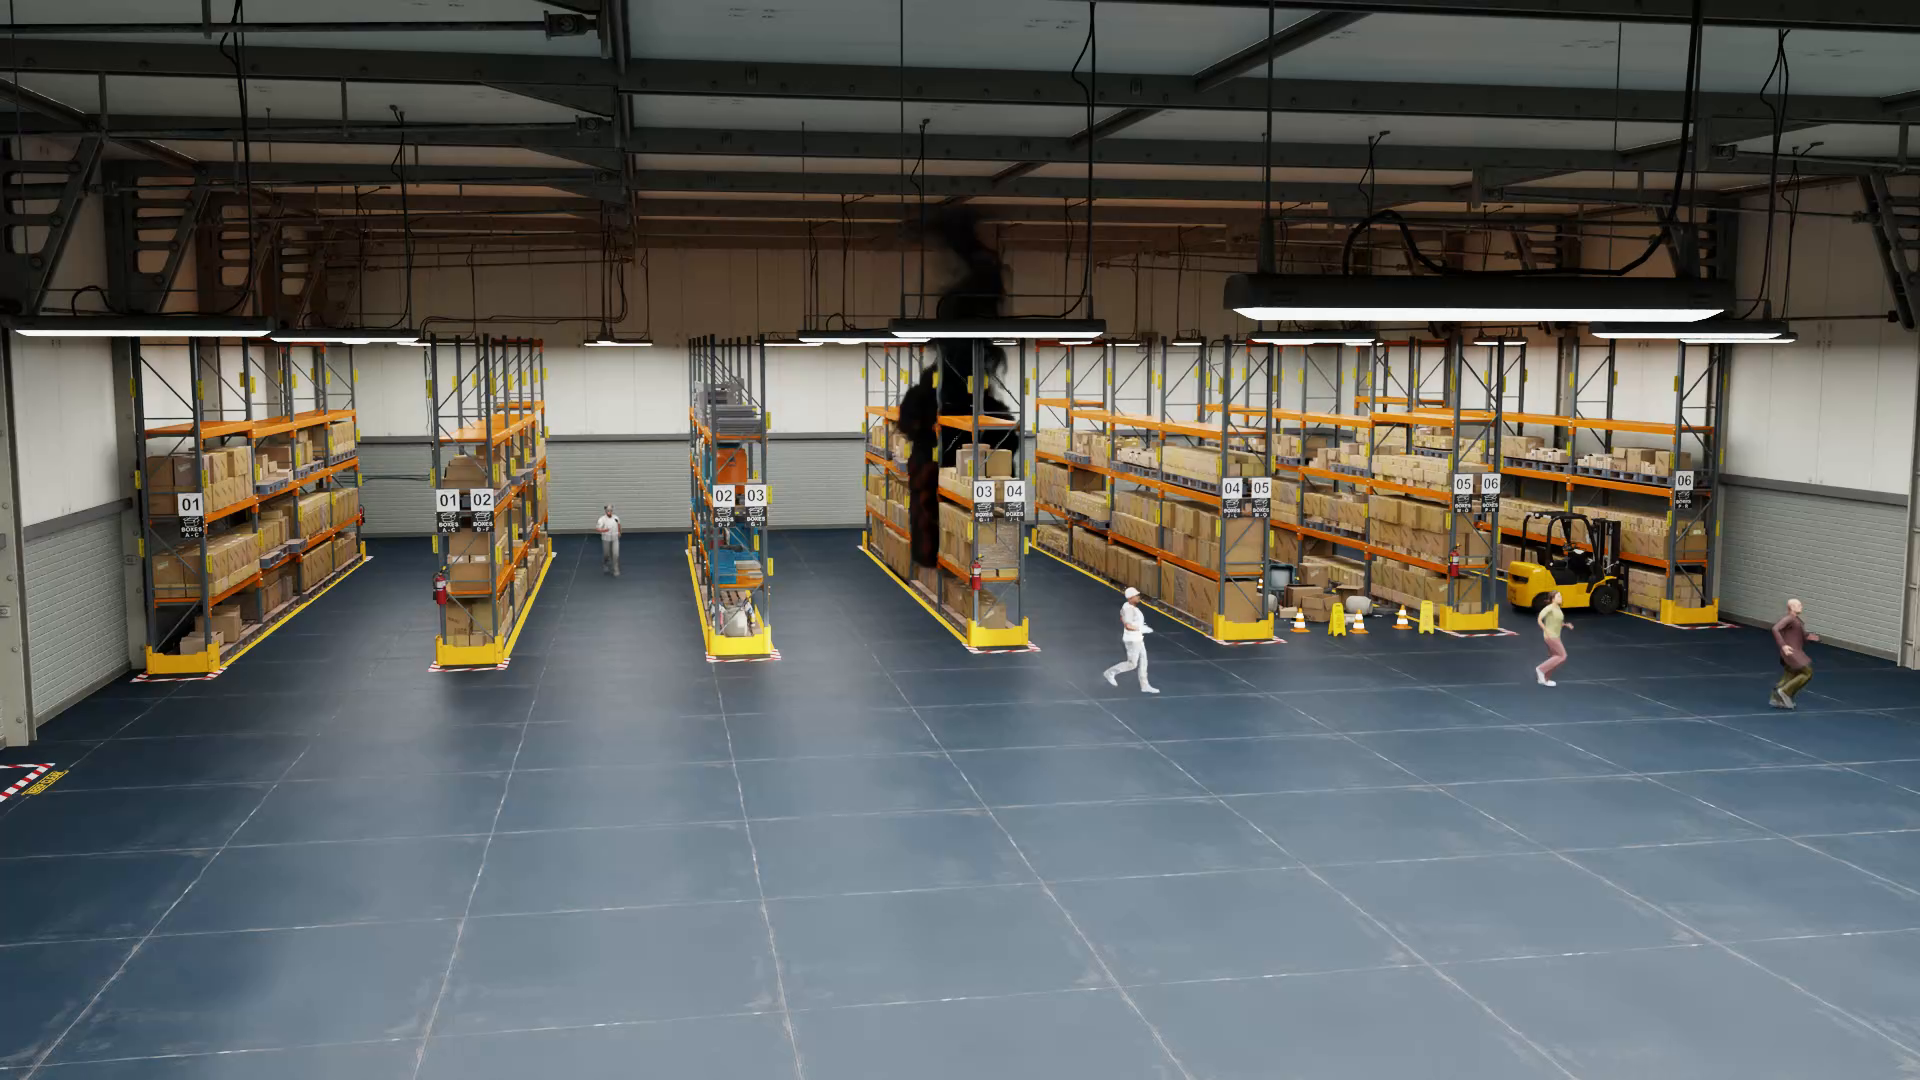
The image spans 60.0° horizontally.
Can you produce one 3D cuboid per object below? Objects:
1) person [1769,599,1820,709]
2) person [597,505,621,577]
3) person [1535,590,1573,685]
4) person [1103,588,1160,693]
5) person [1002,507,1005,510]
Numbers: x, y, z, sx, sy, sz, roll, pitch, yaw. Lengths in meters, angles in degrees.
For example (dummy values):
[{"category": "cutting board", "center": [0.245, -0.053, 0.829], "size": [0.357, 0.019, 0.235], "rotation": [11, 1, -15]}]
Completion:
[{"category": "person", "center": [13.297, 1.813, 26.478], "size": [0.676, 1.746, 0.697], "rotation": [4, 8, 30]}, {"category": "person", "center": [-8.868, 0.000, 42.126], "size": [0.659, 1.789, 0.965], "rotation": [-3, 7, -25]}, {"category": "person", "center": [10.150, 1.667, 28.358], "size": [0.538, 1.637, 0.565], "rotation": [5, 8, 35]}, {"category": "person", "center": [2.863, 1.668, 27.675], "size": [0.940, 1.768, 0.682], "rotation": [1, 7, 12]}, {"category": "person", "center": [1.410, -0.681, 49.105], "size": [0.726, 1.676, 0.701], "rotation": [6, 9, 41]}]
